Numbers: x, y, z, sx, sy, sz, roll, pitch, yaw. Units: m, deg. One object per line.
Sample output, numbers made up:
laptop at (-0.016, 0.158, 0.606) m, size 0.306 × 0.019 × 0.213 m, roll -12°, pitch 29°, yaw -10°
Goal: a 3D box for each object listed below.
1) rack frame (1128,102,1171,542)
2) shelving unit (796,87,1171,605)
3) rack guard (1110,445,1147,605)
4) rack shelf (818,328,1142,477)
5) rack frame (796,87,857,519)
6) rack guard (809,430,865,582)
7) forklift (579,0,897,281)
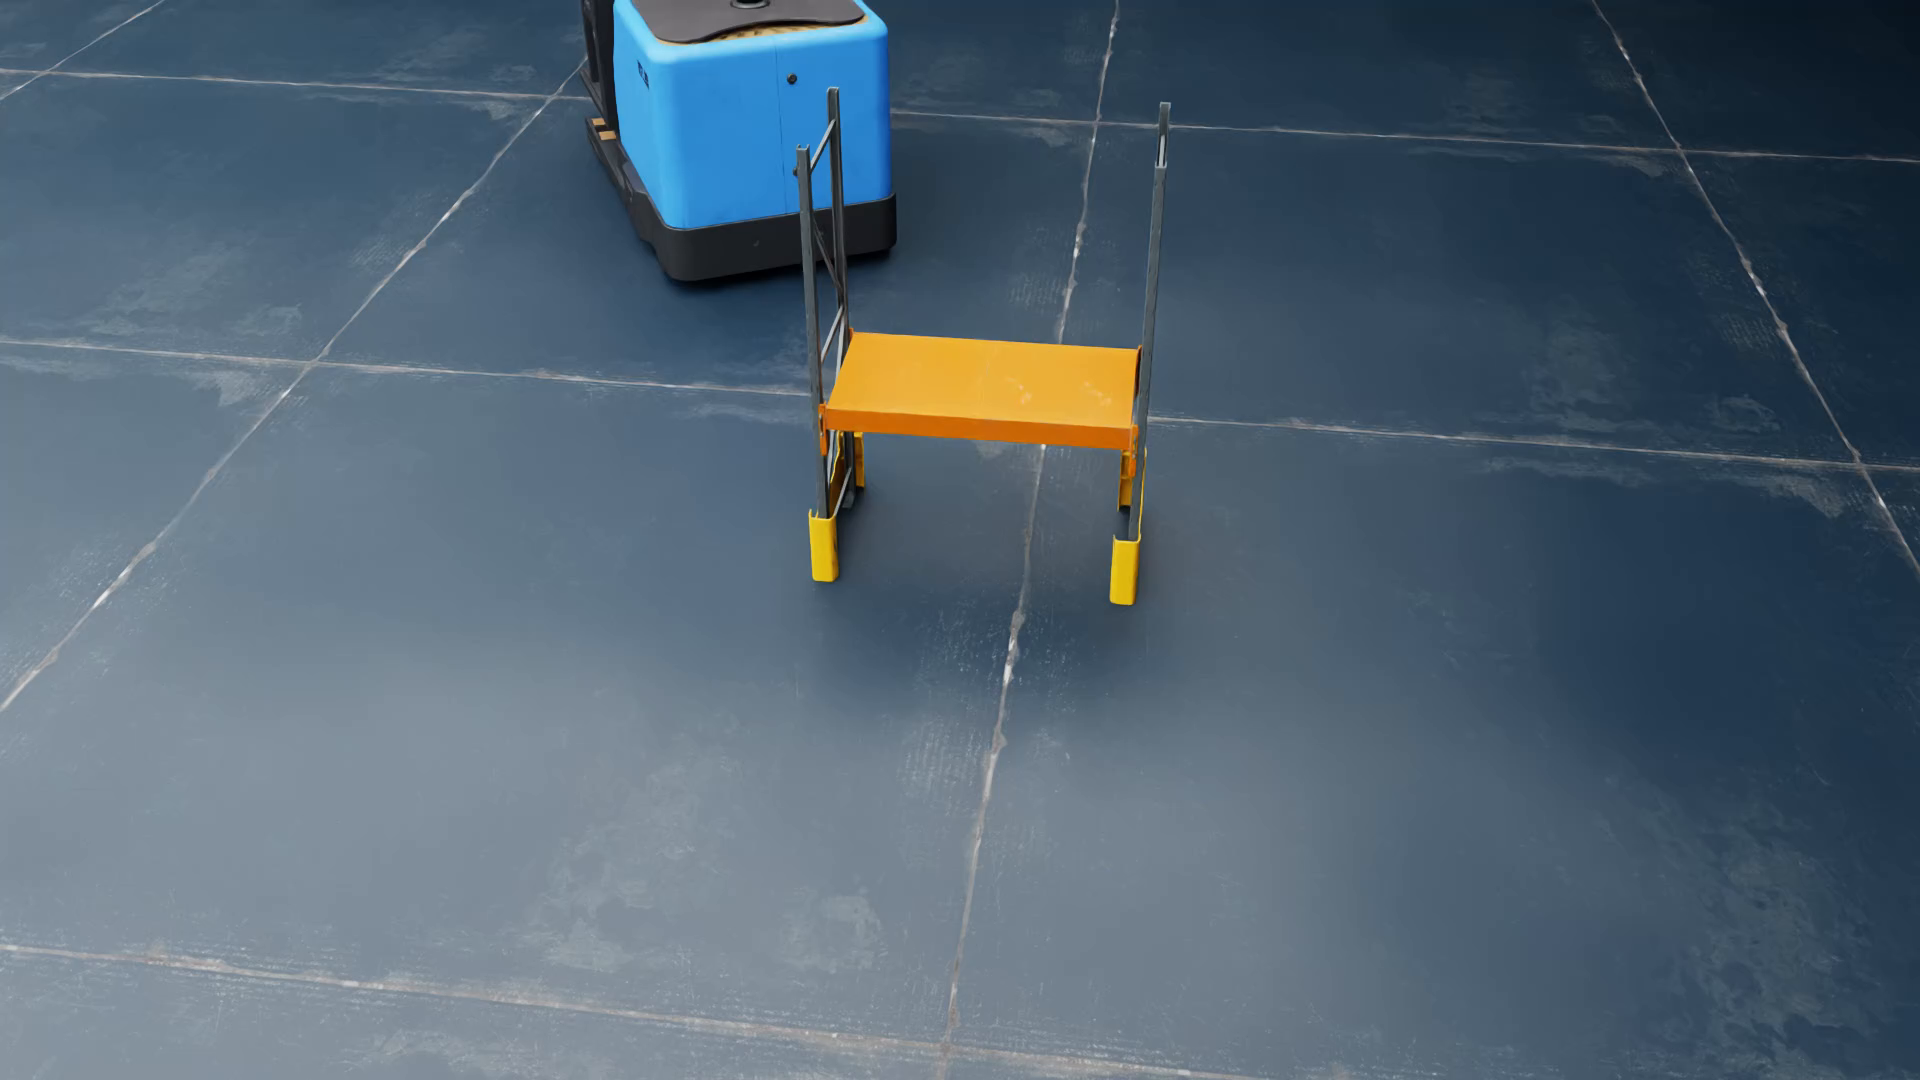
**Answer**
rack frame at (0.589, -0.567, 5.253) m, size 0.032 × 1.500 × 0.500 m, roll 4°, pitch 36°, yaw 6°
shelving unit at (0.076, -0.605, 5.306) m, size 1.083 × 1.500 × 0.587 m, roll 4°, pitch 36°, yaw 6°
rack guard at (0.570, -0.059, 5.618) m, size 0.087 × 0.250 × 0.587 m, roll 4°, pitch 36°, yaw 6°
rack shelf at (0.085, -0.458, 5.410) m, size 1.000 × 0.185 × 0.538 m, roll 4°, pitch 36°, yaw 6°
rack frame at (-0.420, -0.642, 5.358) m, size 0.032 × 1.500 × 0.500 m, roll 4°, pitch 36°, yaw 6°
rack guard at (-0.418, -0.133, 5.721) m, size 0.087 × 0.250 × 0.587 m, roll 4°, pitch 36°, yaw 6°
forklift at (-1.279, -3.167, 7.664) m, size 1.130 × 2.935 × 3.031 m, roll -12°, pitch 37°, yaw -17°
